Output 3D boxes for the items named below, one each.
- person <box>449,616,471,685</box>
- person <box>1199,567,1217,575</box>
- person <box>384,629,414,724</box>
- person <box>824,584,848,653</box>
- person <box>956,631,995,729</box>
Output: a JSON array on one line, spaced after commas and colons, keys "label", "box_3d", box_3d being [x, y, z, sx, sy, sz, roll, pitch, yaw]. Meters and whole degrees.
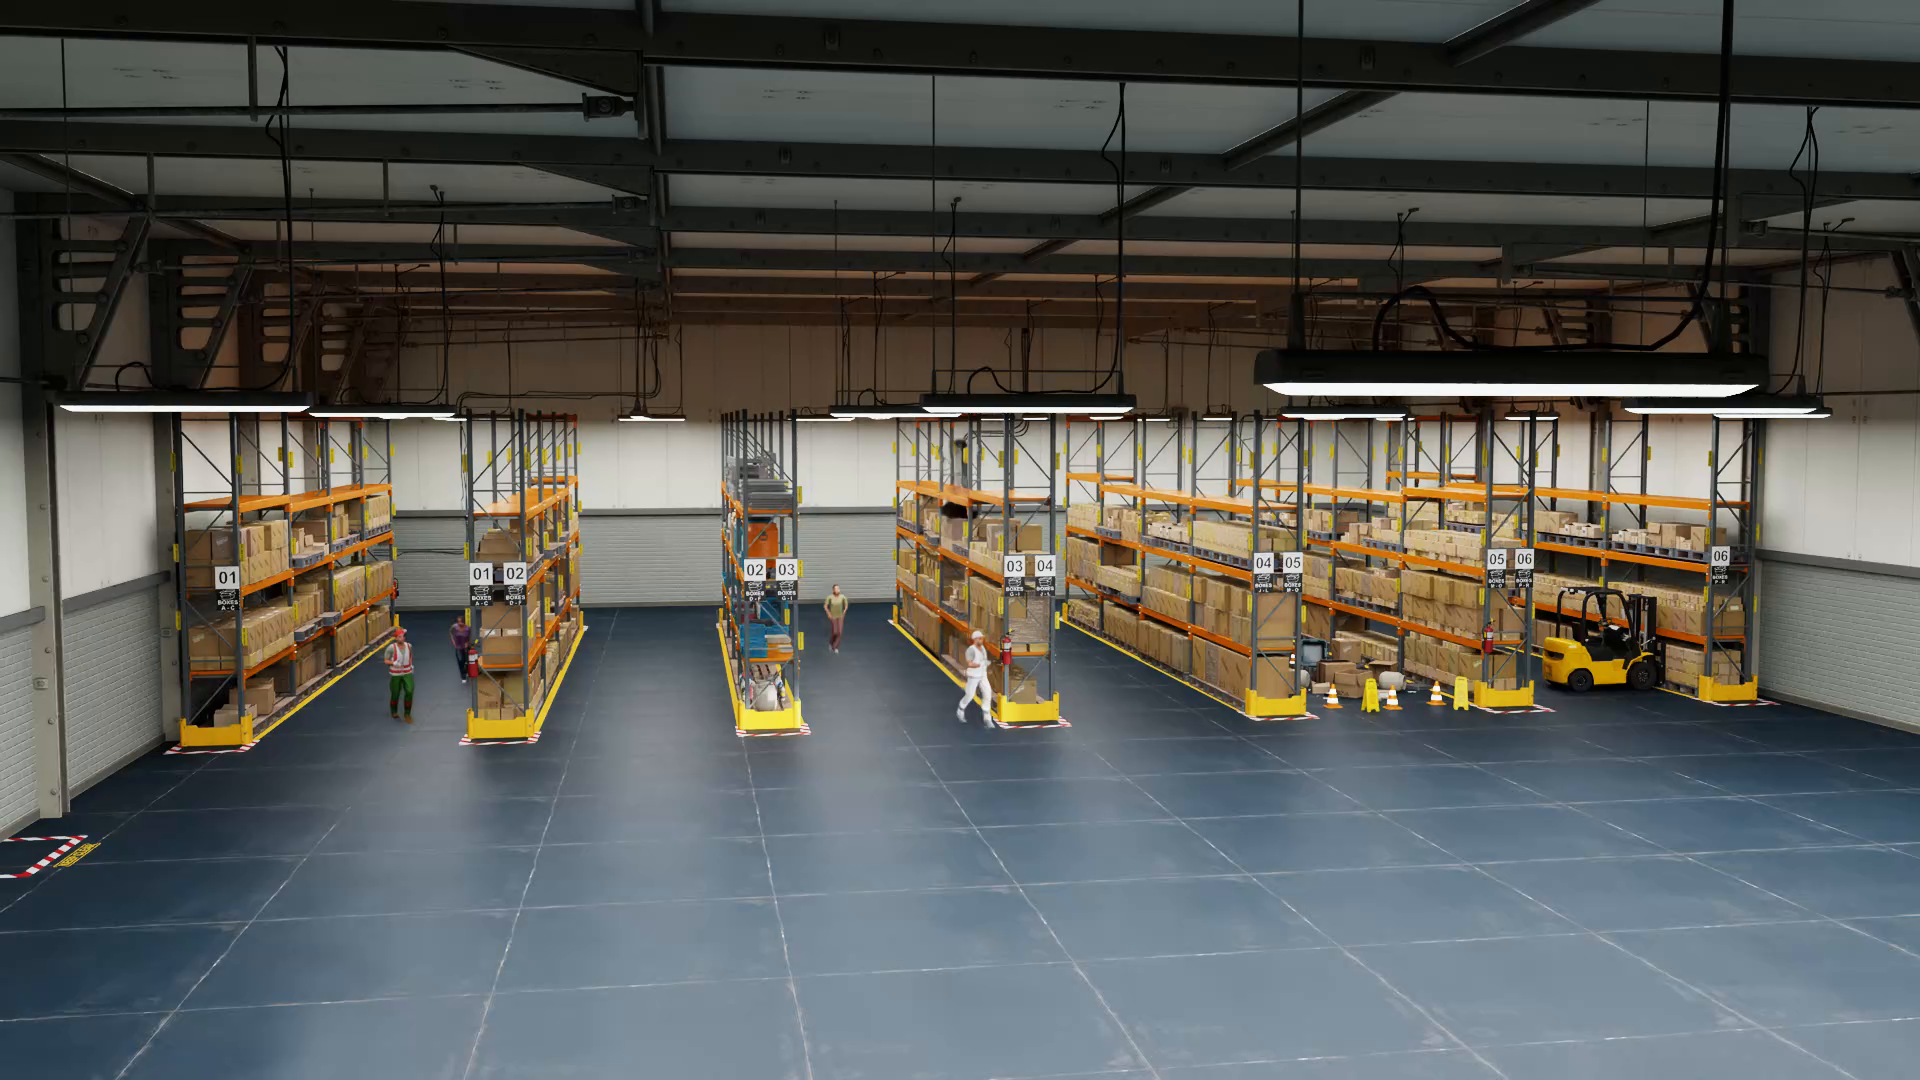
[{"label": "person", "box_3d": [-10.998, 2.432, 36.841, 0.557, 1.507, 0.893, 0, 4, -4]}, {"label": "person", "box_3d": [7.473, 1.303, 50.617, 1.012, 1.800, 0.750, 0, 4, -3]}, {"label": "person", "box_3d": [-10.738, 2.610, 31.874, 0.588, 1.831, 0.835, -2, 5, -31]}, {"label": "person", "box_3d": [-2.920, 1.875, 39.548, 0.570, 1.612, 0.527, -1, 4, -16]}, {"label": "person", "box_3d": [0.295, 2.616, 31.411, 0.904, 1.825, 0.652, 4, 6, 45]}]
